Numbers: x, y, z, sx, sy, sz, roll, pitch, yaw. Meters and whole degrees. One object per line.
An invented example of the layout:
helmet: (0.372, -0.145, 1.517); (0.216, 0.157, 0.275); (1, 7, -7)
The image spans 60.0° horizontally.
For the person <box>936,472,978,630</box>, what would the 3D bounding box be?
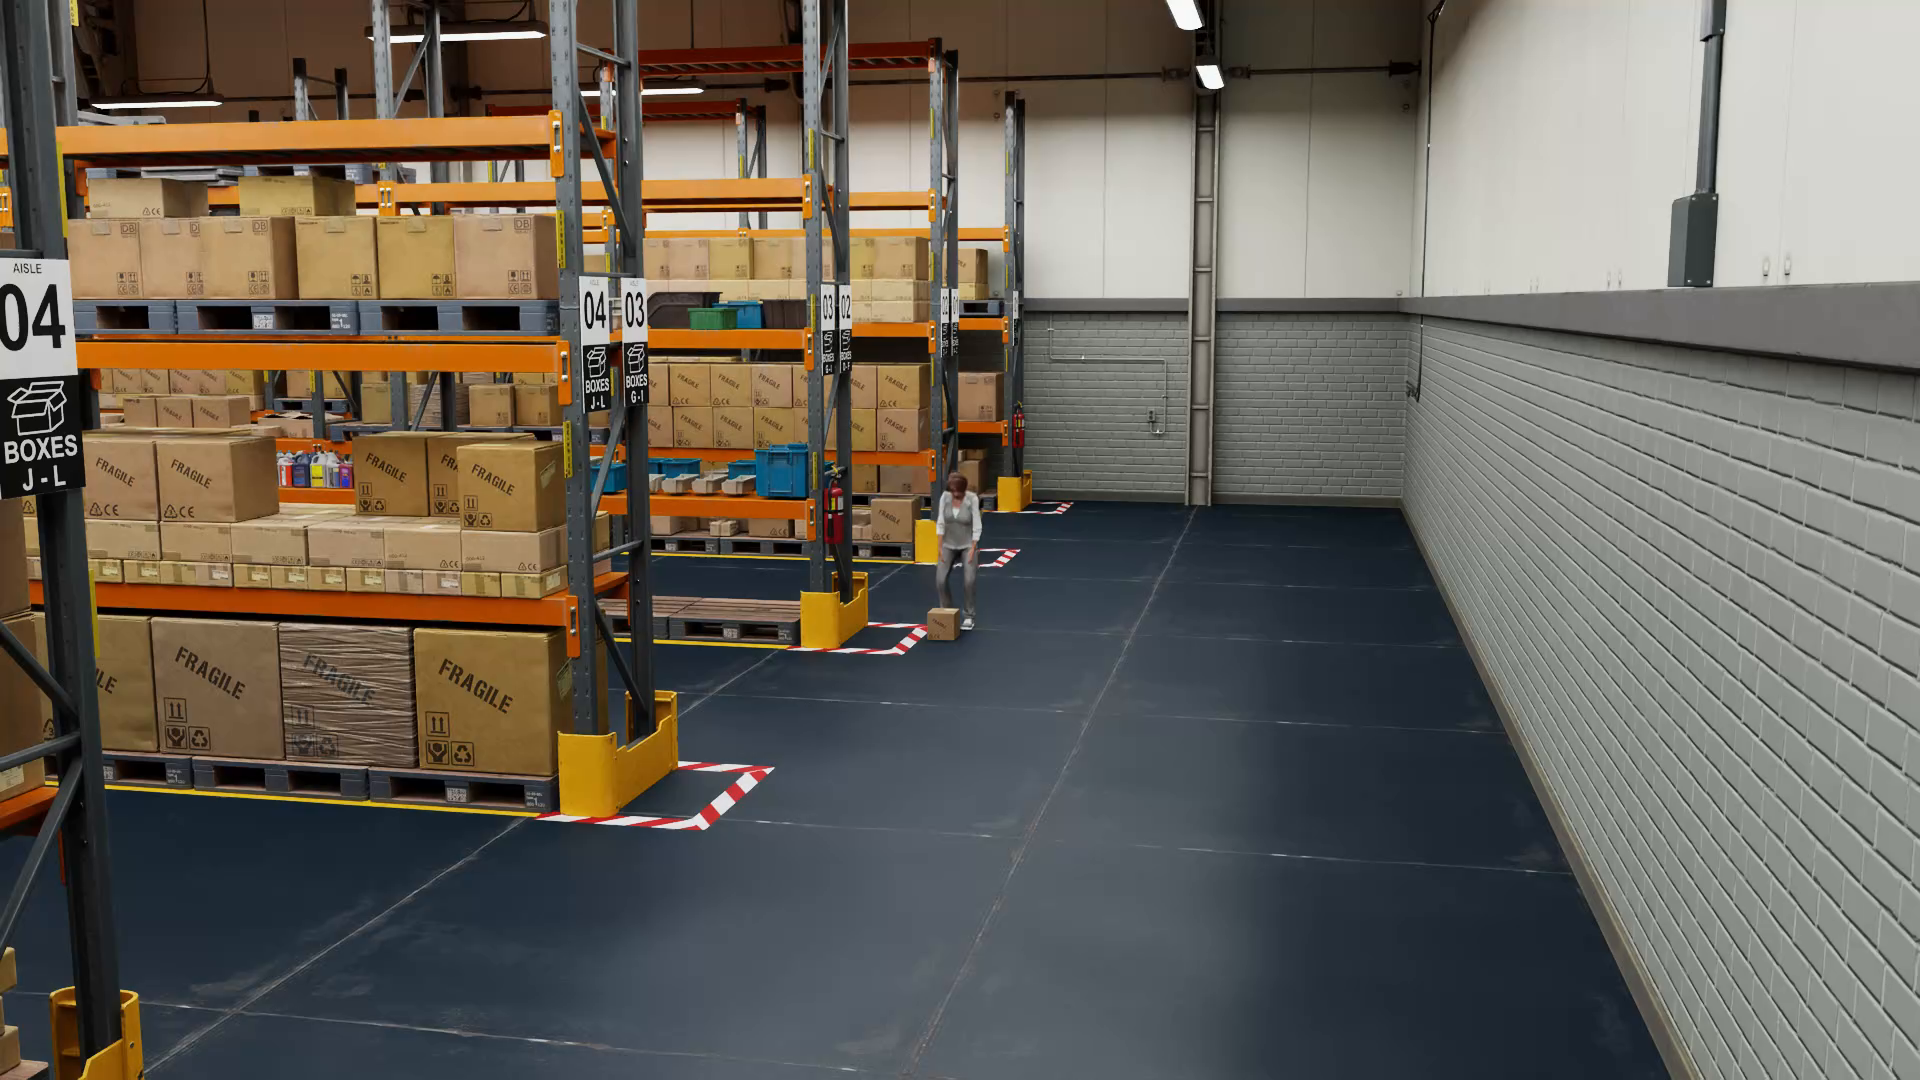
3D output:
person: (-0.008, 0.106, 15.558); (0.427, 1.483, 0.447); (2, 9, 16)
